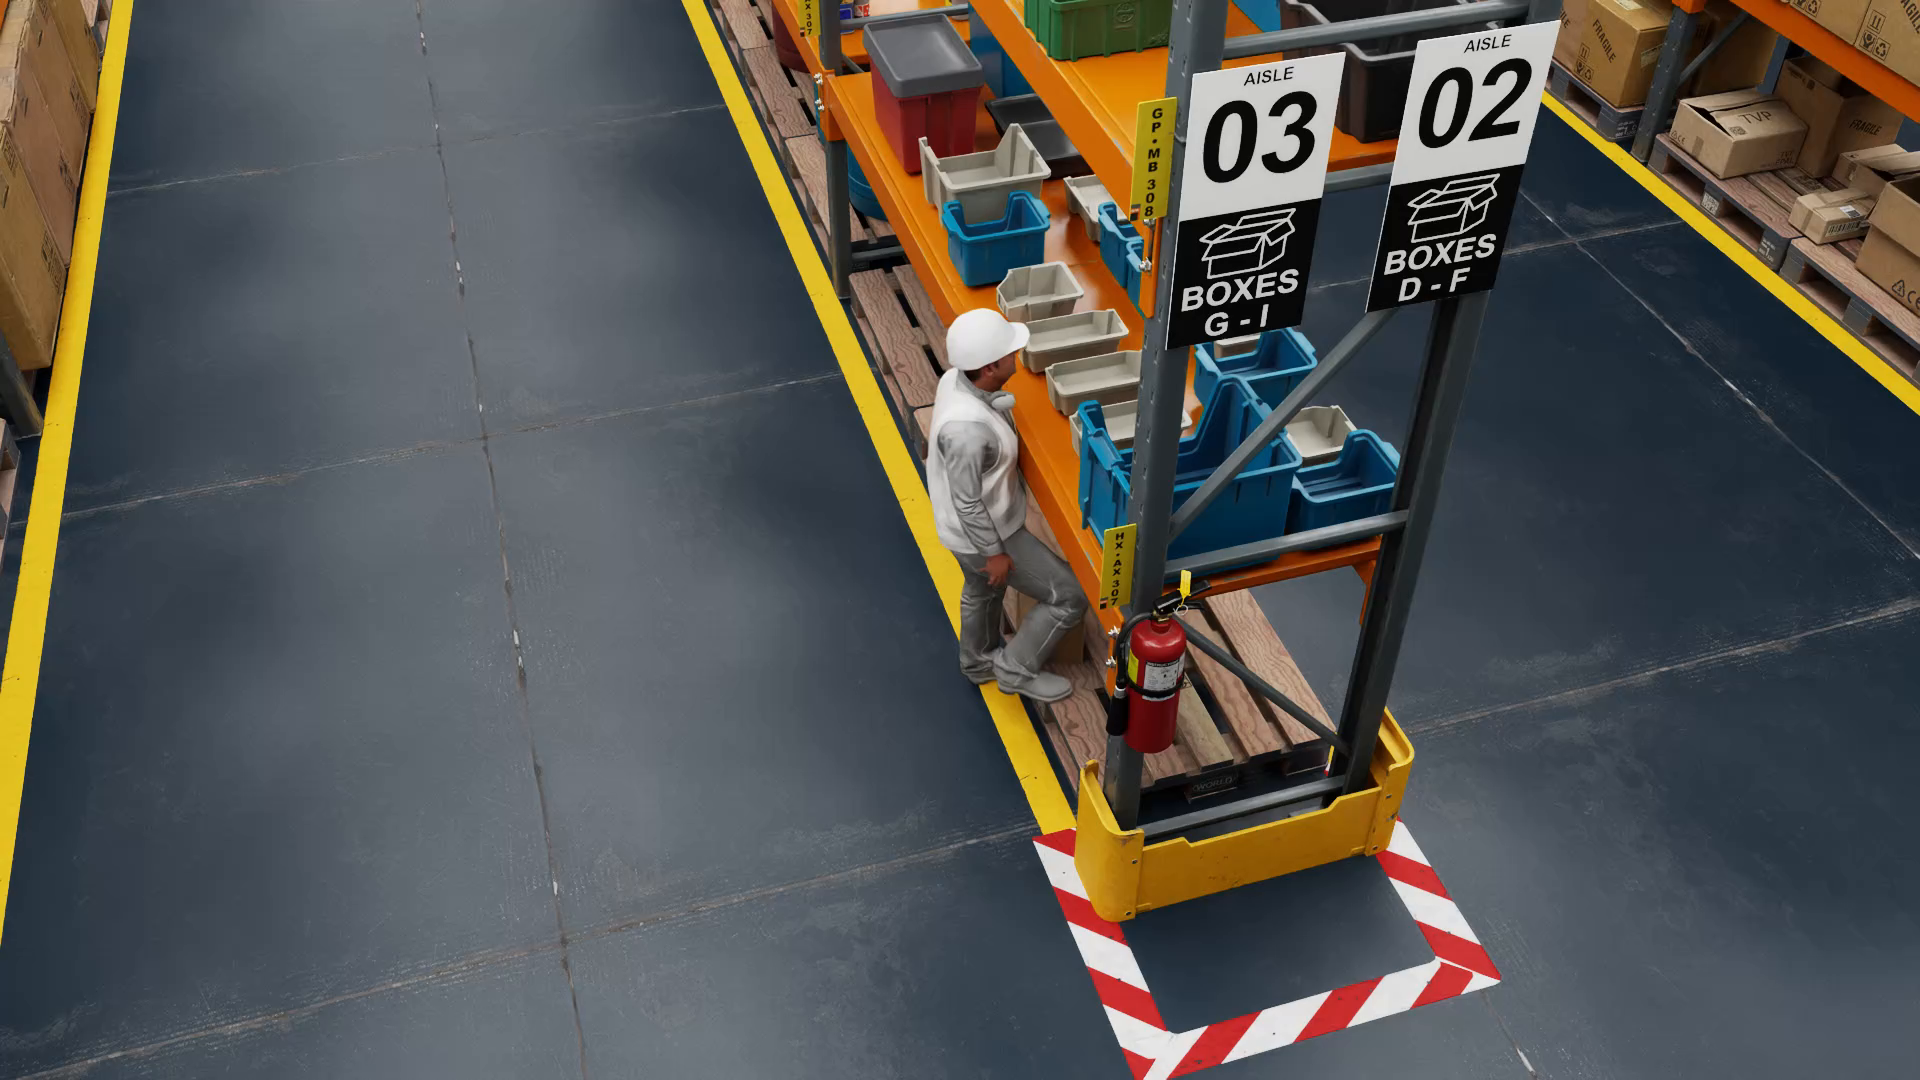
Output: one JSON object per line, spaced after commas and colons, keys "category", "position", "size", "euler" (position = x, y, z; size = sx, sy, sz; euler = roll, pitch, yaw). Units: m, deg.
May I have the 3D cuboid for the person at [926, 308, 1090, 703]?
{"category": "person", "position": [0.183, -0.082, 6.216], "size": [0.613, 1.777, 0.624], "euler": [0, 42, 0]}
